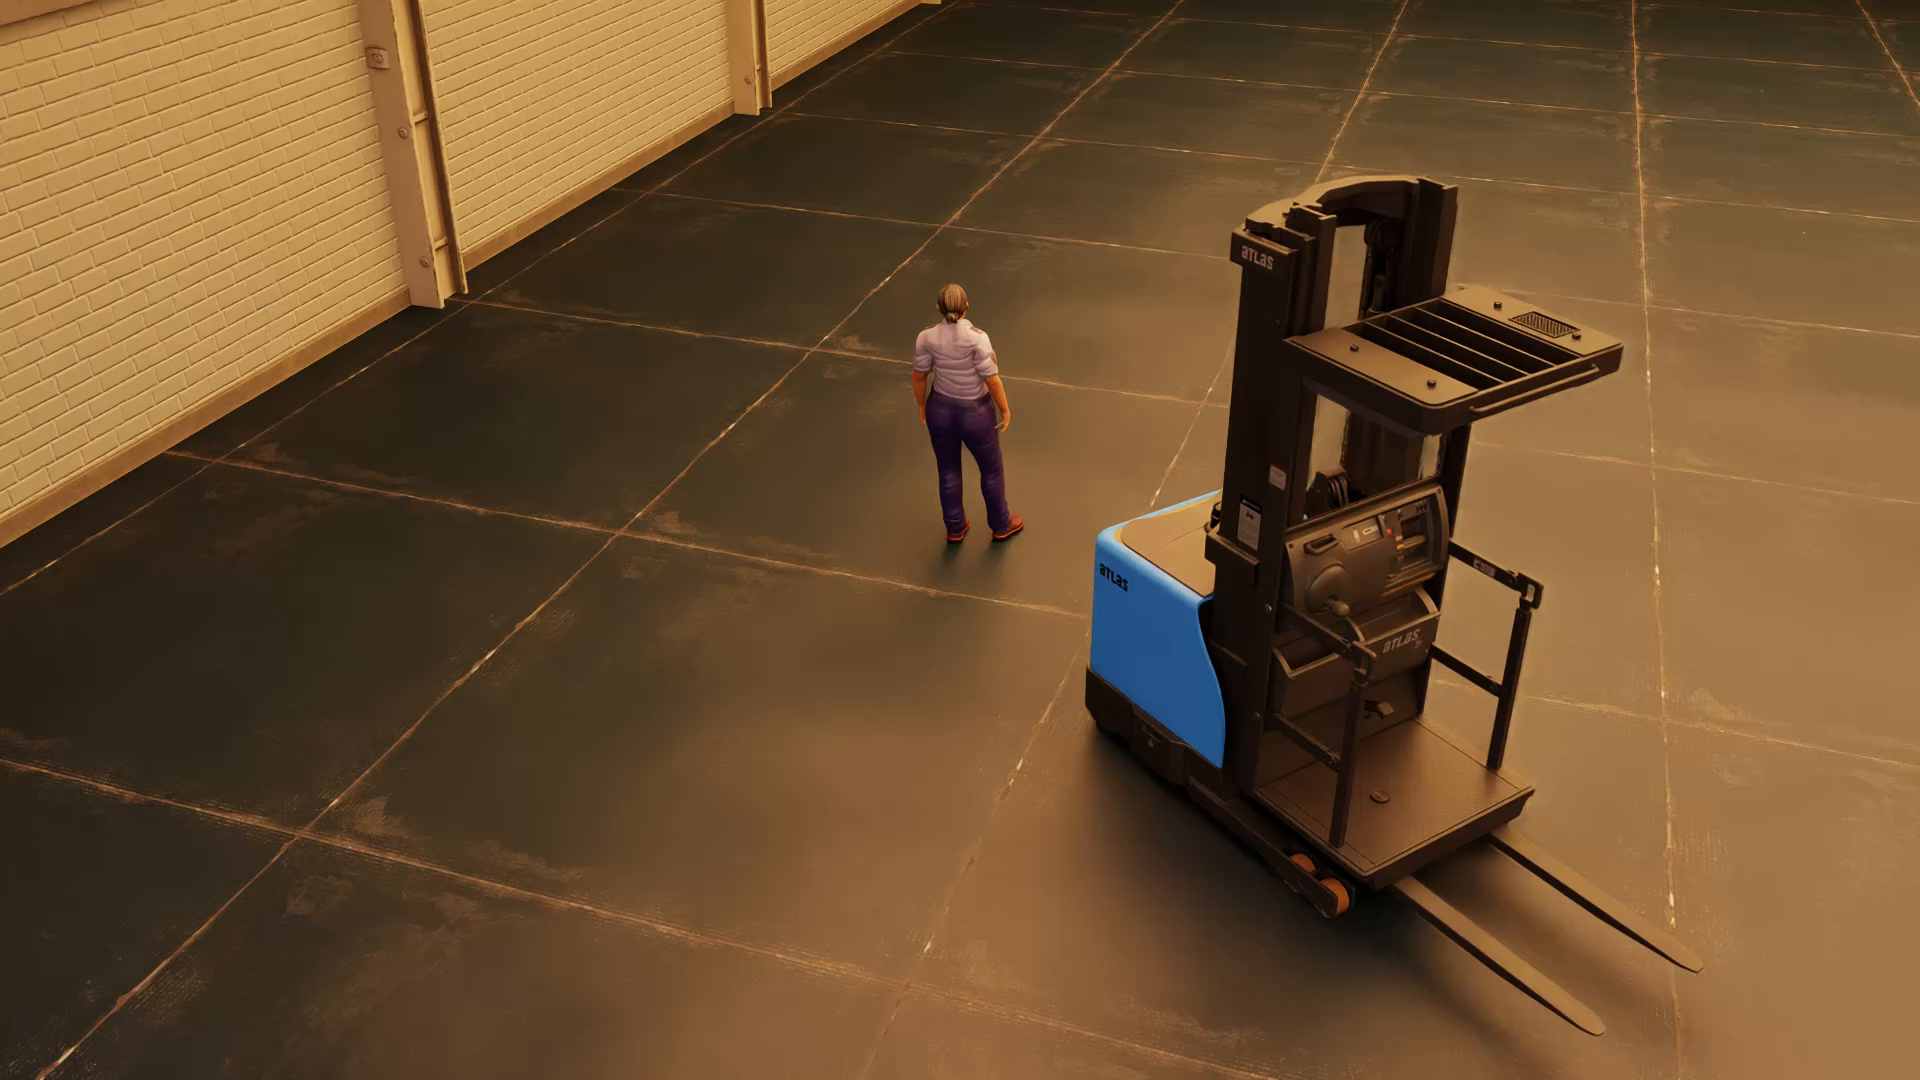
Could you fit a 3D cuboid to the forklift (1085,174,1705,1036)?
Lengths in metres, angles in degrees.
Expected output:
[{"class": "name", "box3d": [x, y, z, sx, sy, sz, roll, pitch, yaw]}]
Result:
[{"class": "forklift", "box3d": [1.869, 0.093, 6.973, 1.130, 2.935, 3.031, -18, 34, -29]}]

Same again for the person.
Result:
[{"class": "person", "box3d": [0.050, -0.760, 9.751, 0.599, 1.650, 0.503, 10, 31, 16]}]
